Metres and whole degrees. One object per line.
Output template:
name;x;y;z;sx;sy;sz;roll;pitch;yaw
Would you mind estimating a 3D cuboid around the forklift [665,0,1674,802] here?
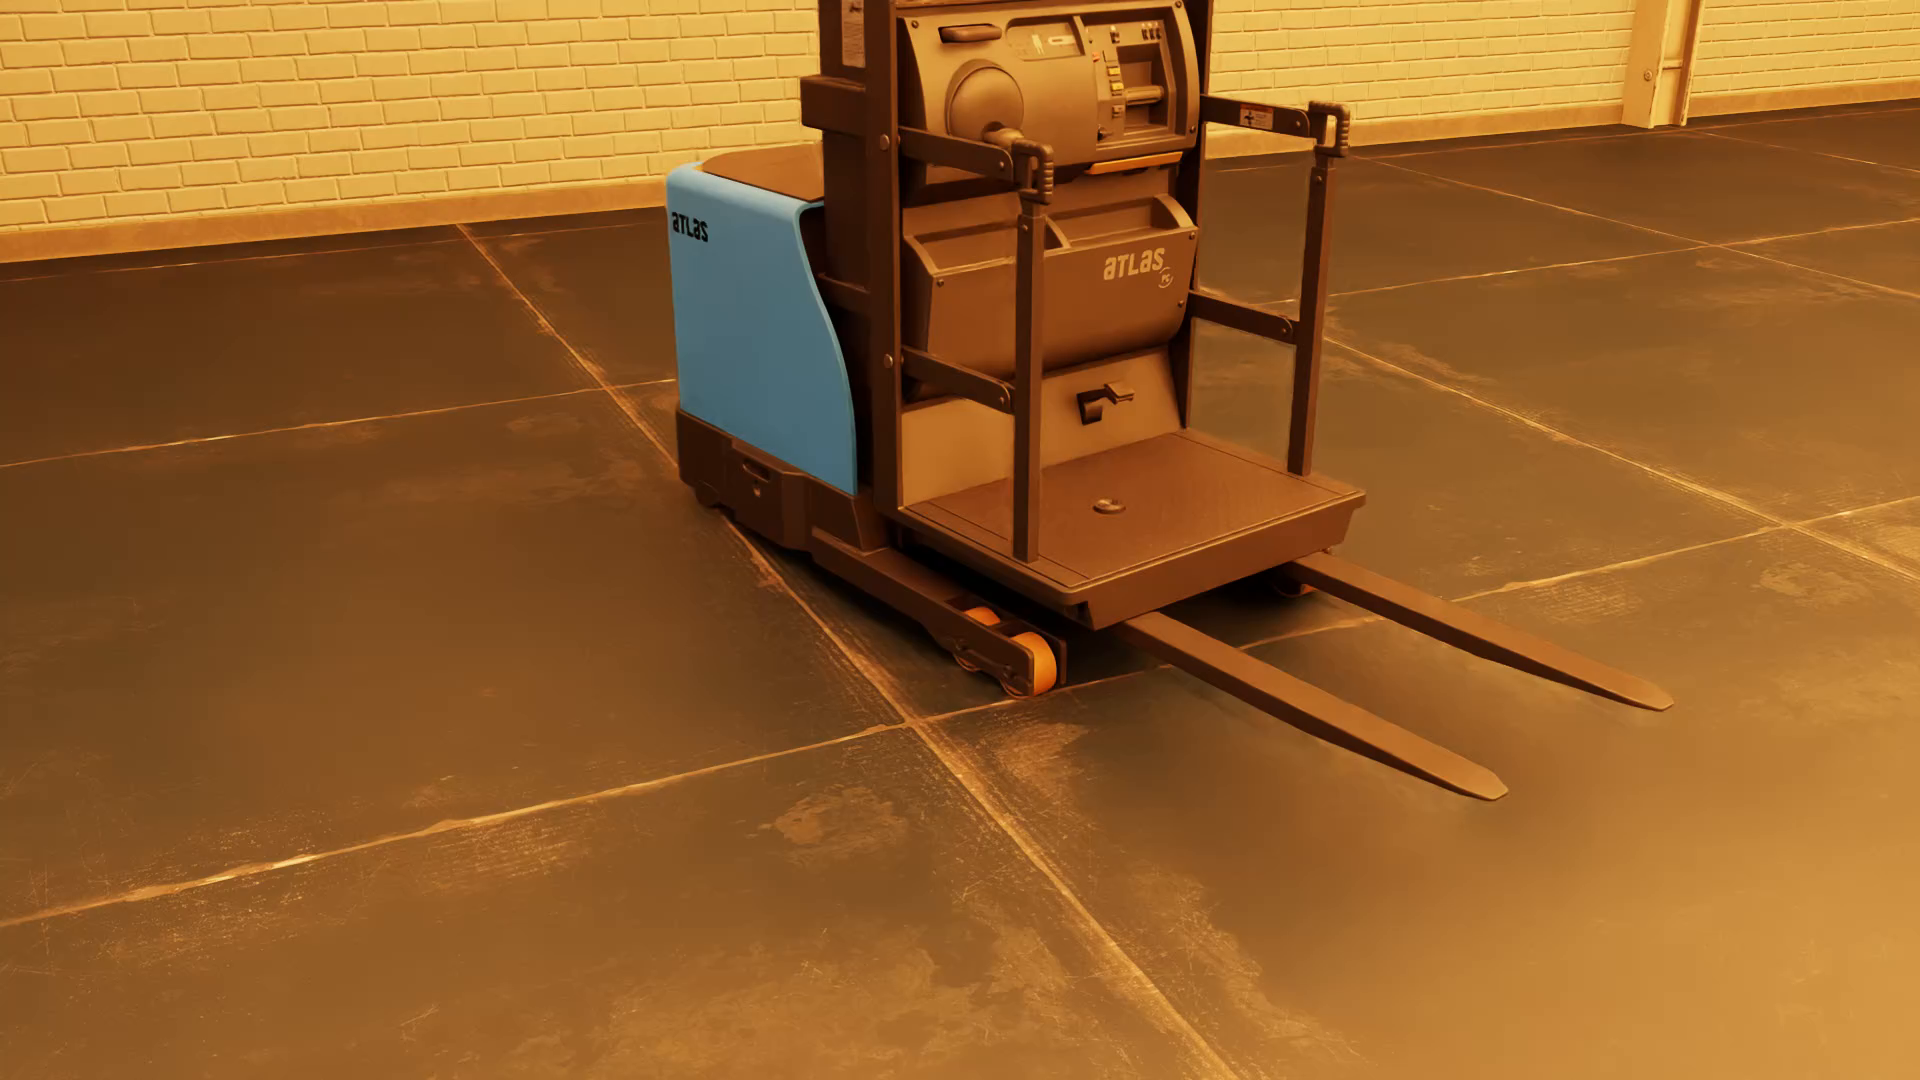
forklift;0.386;-1.170;4.103;1.130;2.935;3.031;-17;28;-35
